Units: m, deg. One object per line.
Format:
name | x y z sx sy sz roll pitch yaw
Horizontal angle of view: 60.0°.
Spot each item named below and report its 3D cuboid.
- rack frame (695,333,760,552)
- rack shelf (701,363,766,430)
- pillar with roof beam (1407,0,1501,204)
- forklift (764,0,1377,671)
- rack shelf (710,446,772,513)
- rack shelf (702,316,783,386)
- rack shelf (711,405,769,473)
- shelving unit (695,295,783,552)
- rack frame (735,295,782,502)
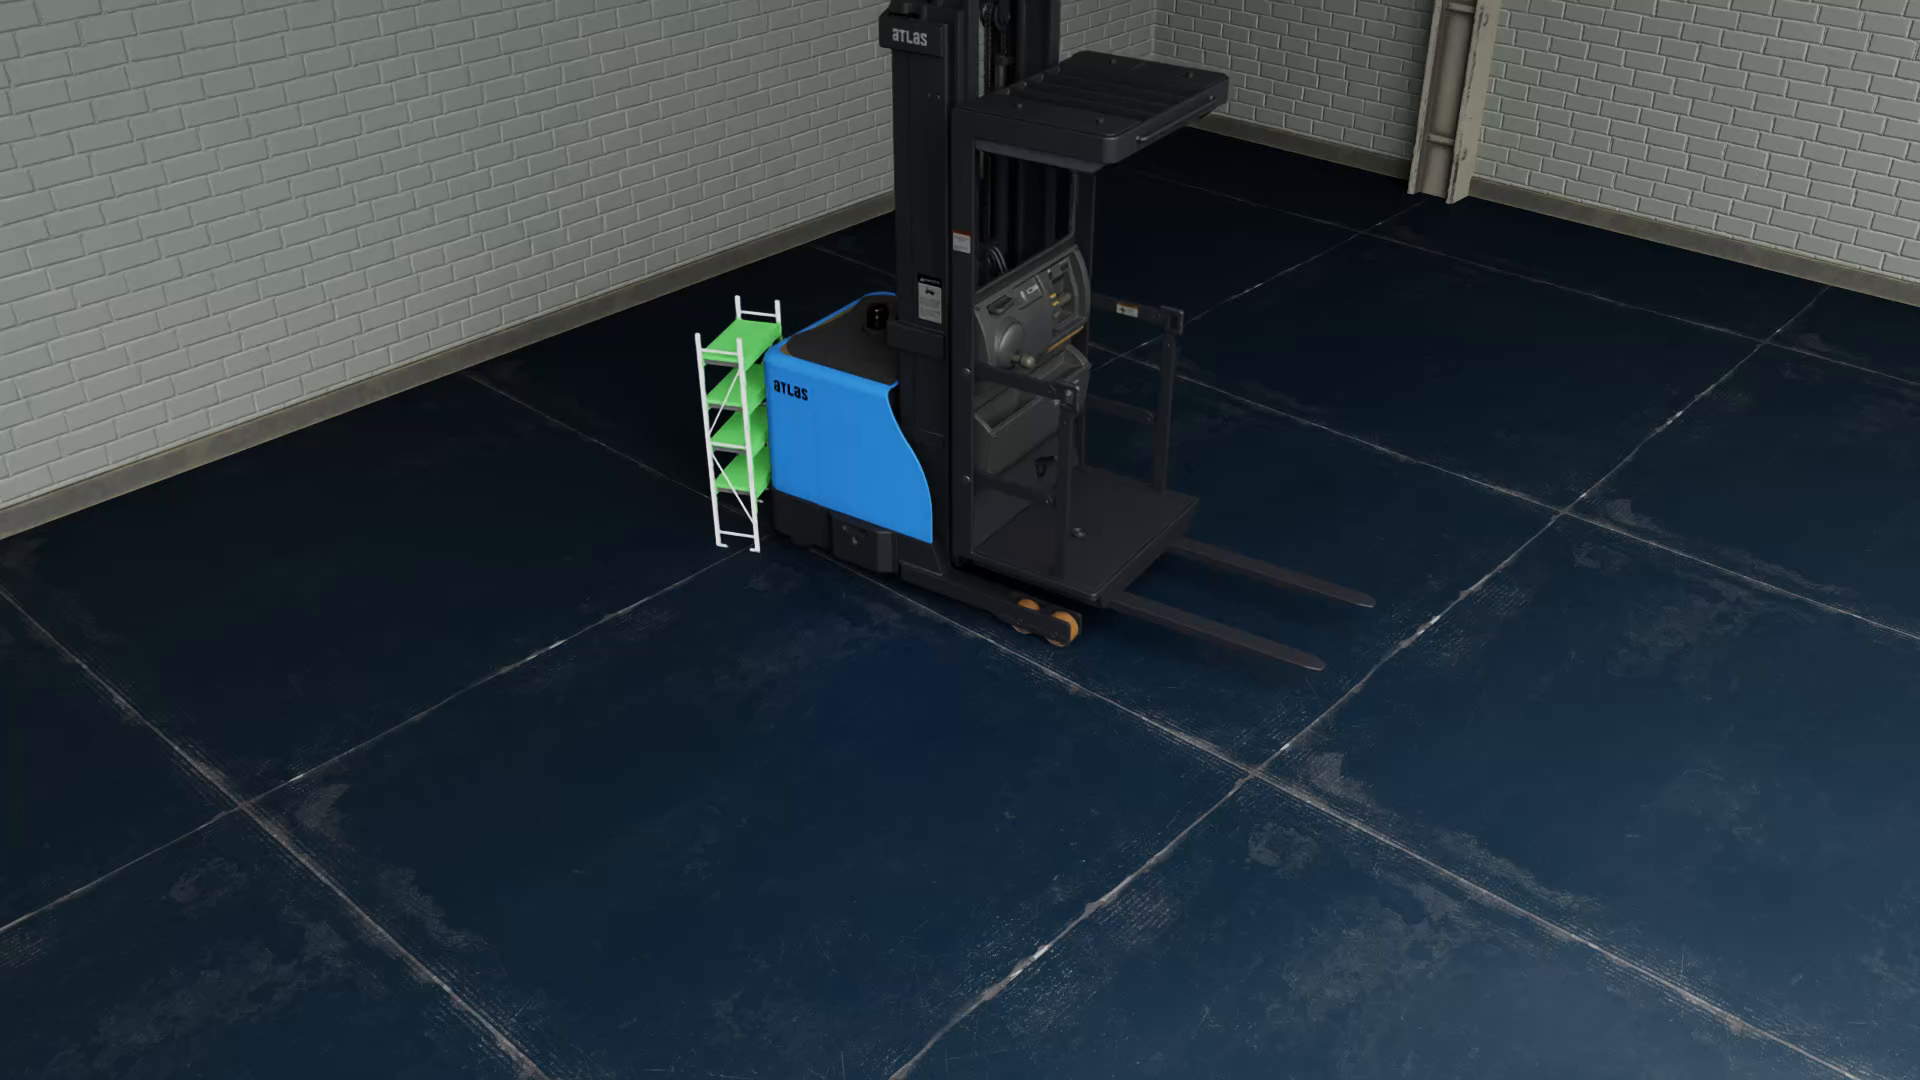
rack frame | -1.166 -0.474 8.370 0.240 1.200 0.015 8 32 15
rack shelf | -1.098 -0.746 8.480 0.258 0.148 0.480 8 32 15
pillar with roof beam | 0.959 -4.997 8.326 0.400 9.000 9.100 25 39 35
forklift | 0.520 -1.062 7.672 3.031 2.935 1.130 19 36 28
rack shelf | -1.091 -0.334 8.726 0.258 0.148 0.480 8 32 15
rack shelf | -1.101 -0.952 8.357 0.258 0.148 0.480 8 32 15
rack shelf | -1.094 -0.540 8.603 0.258 0.148 0.480 8 32 15
shelving unit | -1.095 -0.595 8.571 0.258 1.200 0.503 8 32 15
rack frame | -1.025 -0.715 8.771 0.240 1.200 0.015 8 32 15
